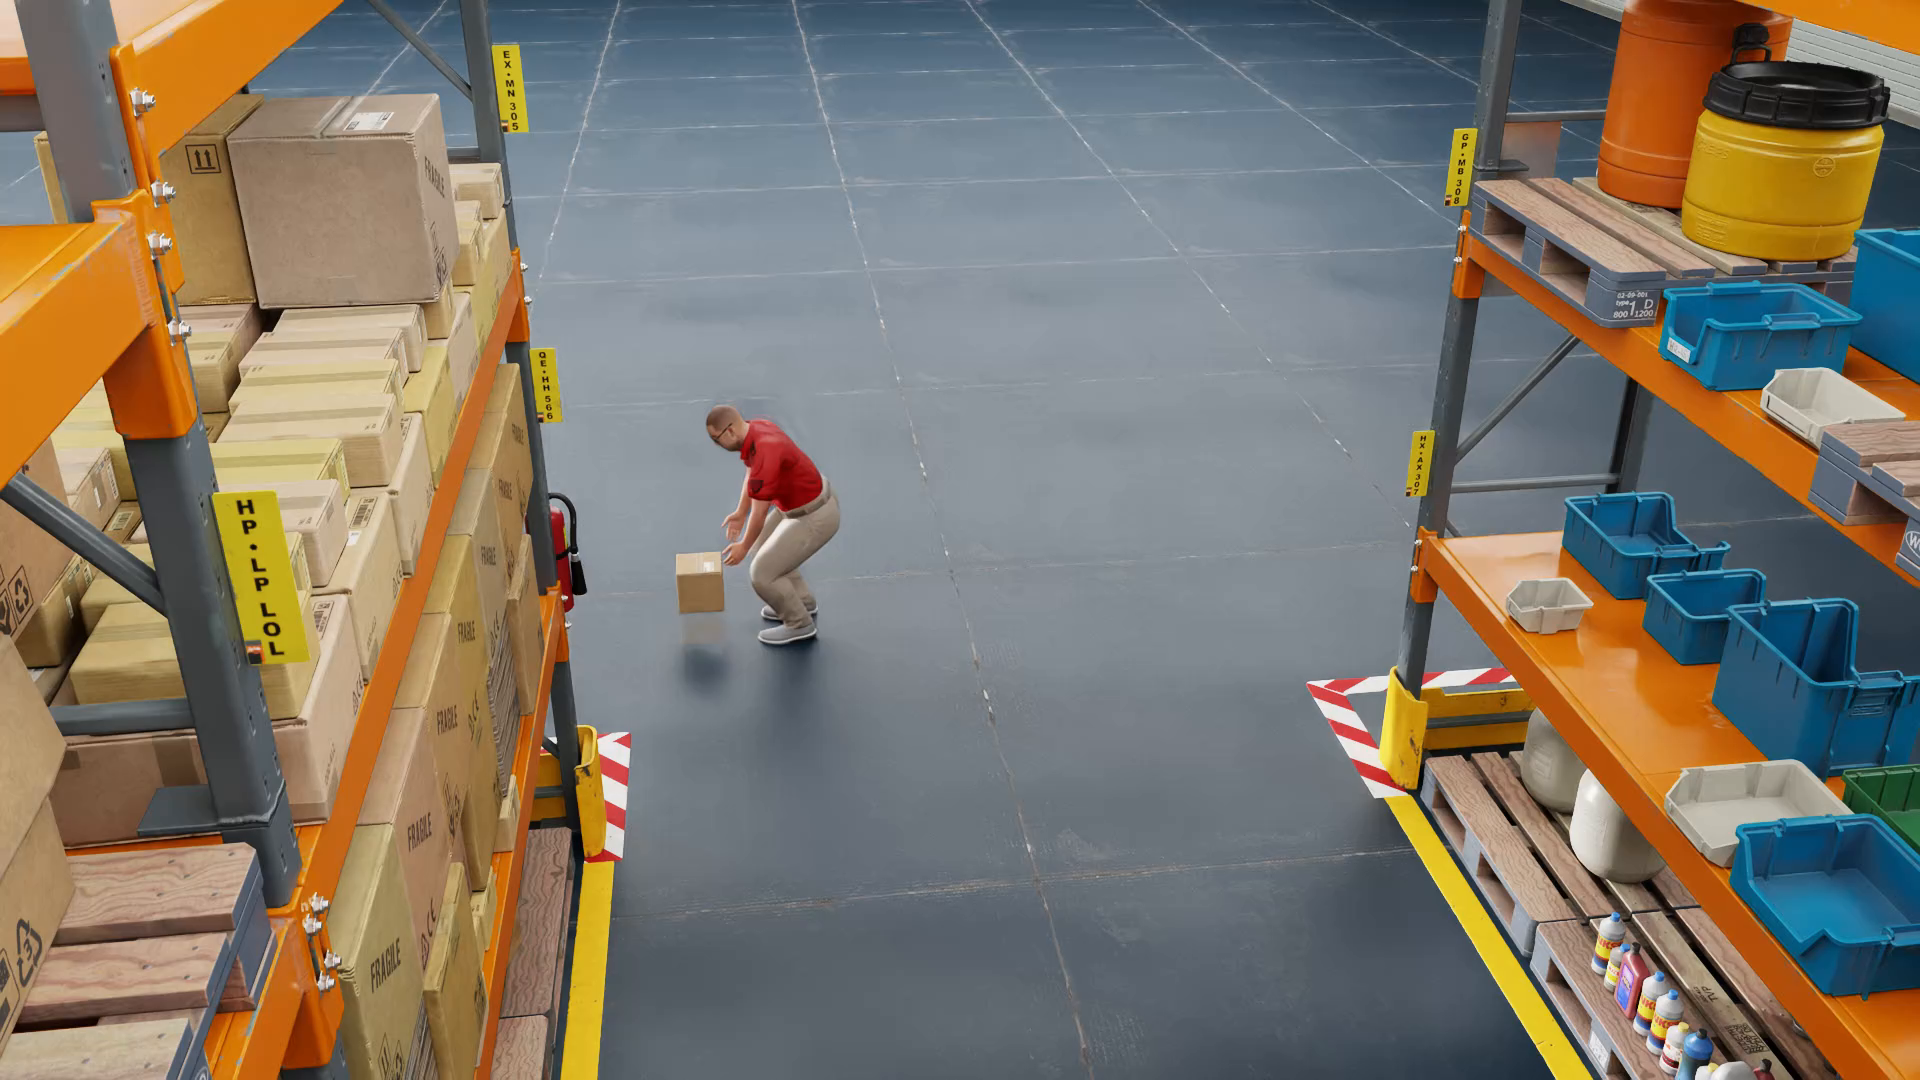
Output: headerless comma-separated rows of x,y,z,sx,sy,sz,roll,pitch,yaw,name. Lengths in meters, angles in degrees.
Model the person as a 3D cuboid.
-1.019,-0.082,9.220,0.739,1.352,0.590,-4,27,-7,person
